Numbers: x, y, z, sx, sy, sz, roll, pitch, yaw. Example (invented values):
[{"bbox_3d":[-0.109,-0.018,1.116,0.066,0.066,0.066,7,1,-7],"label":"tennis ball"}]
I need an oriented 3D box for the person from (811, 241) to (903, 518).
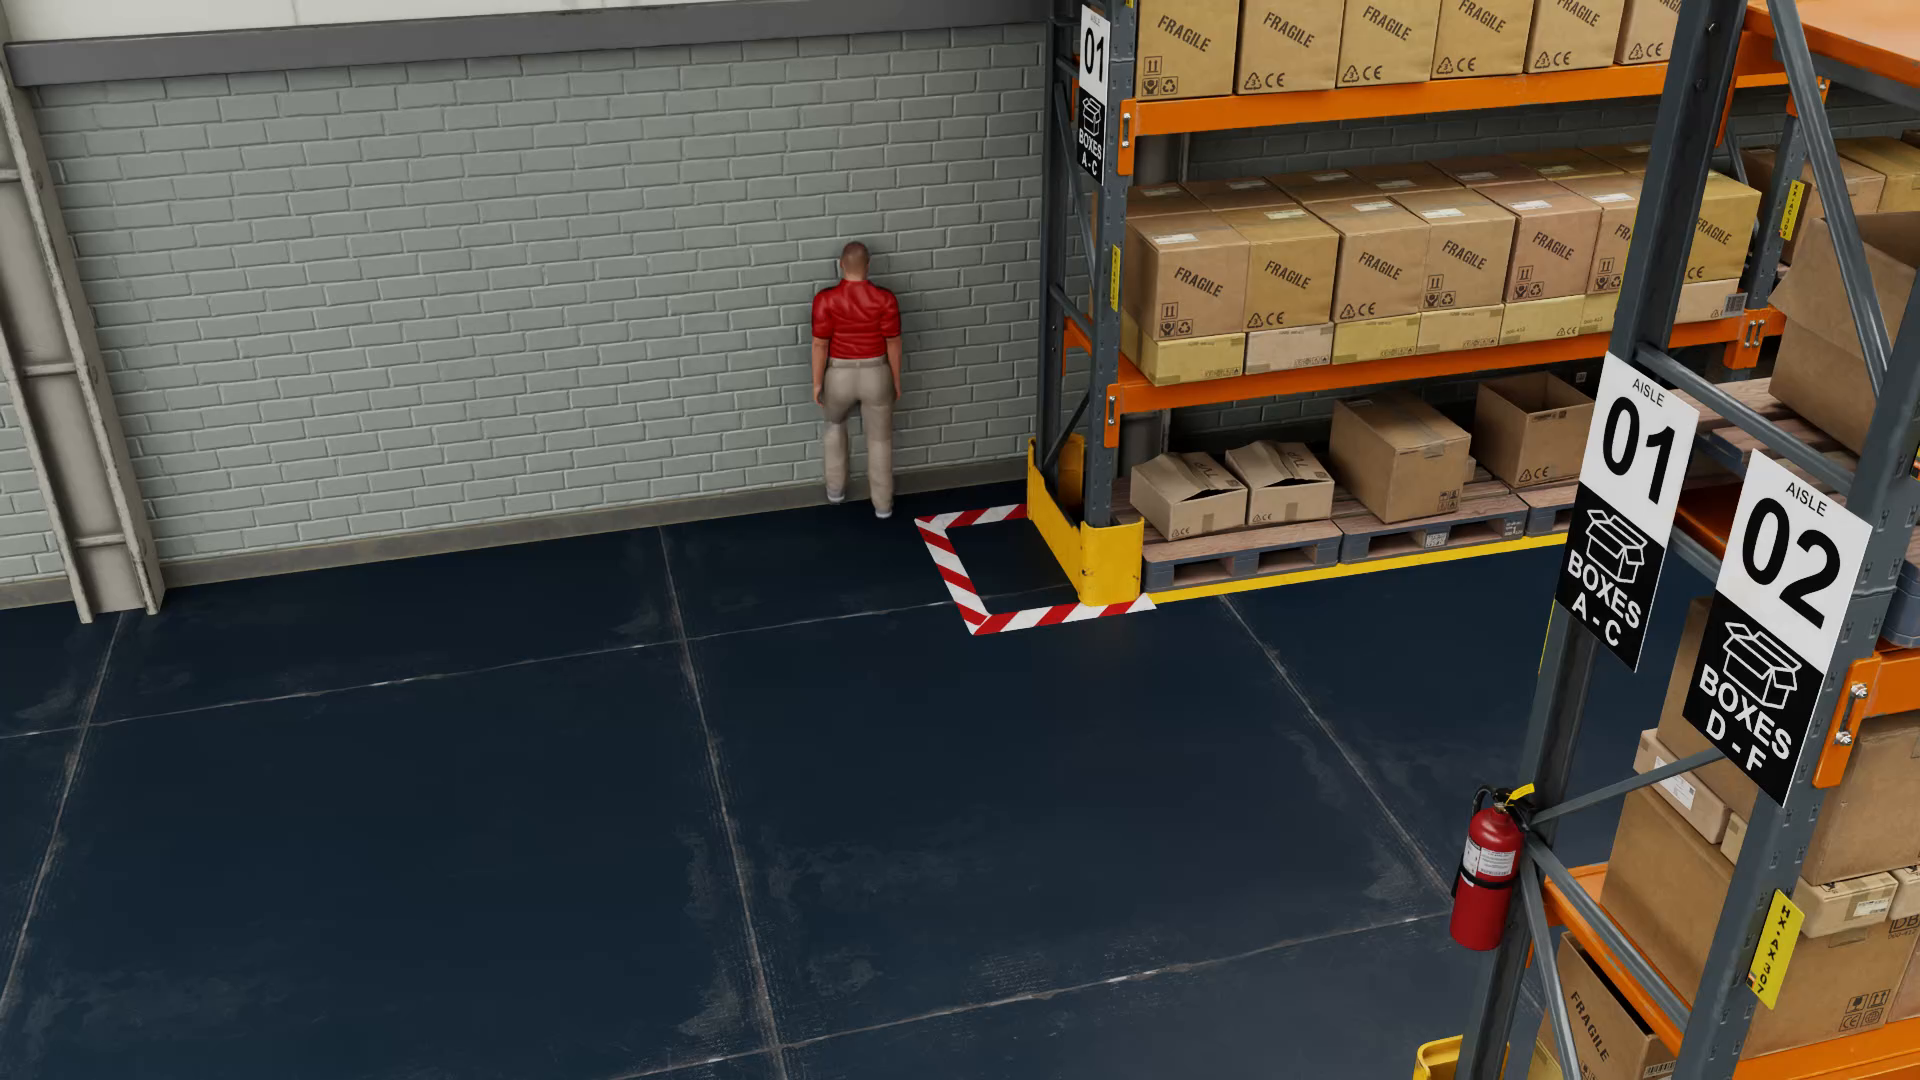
[{"bbox_3d":[-0.617,-0.979,9.934,0.542,1.727,0.478,-3,30,-5],"label":"person"}]
